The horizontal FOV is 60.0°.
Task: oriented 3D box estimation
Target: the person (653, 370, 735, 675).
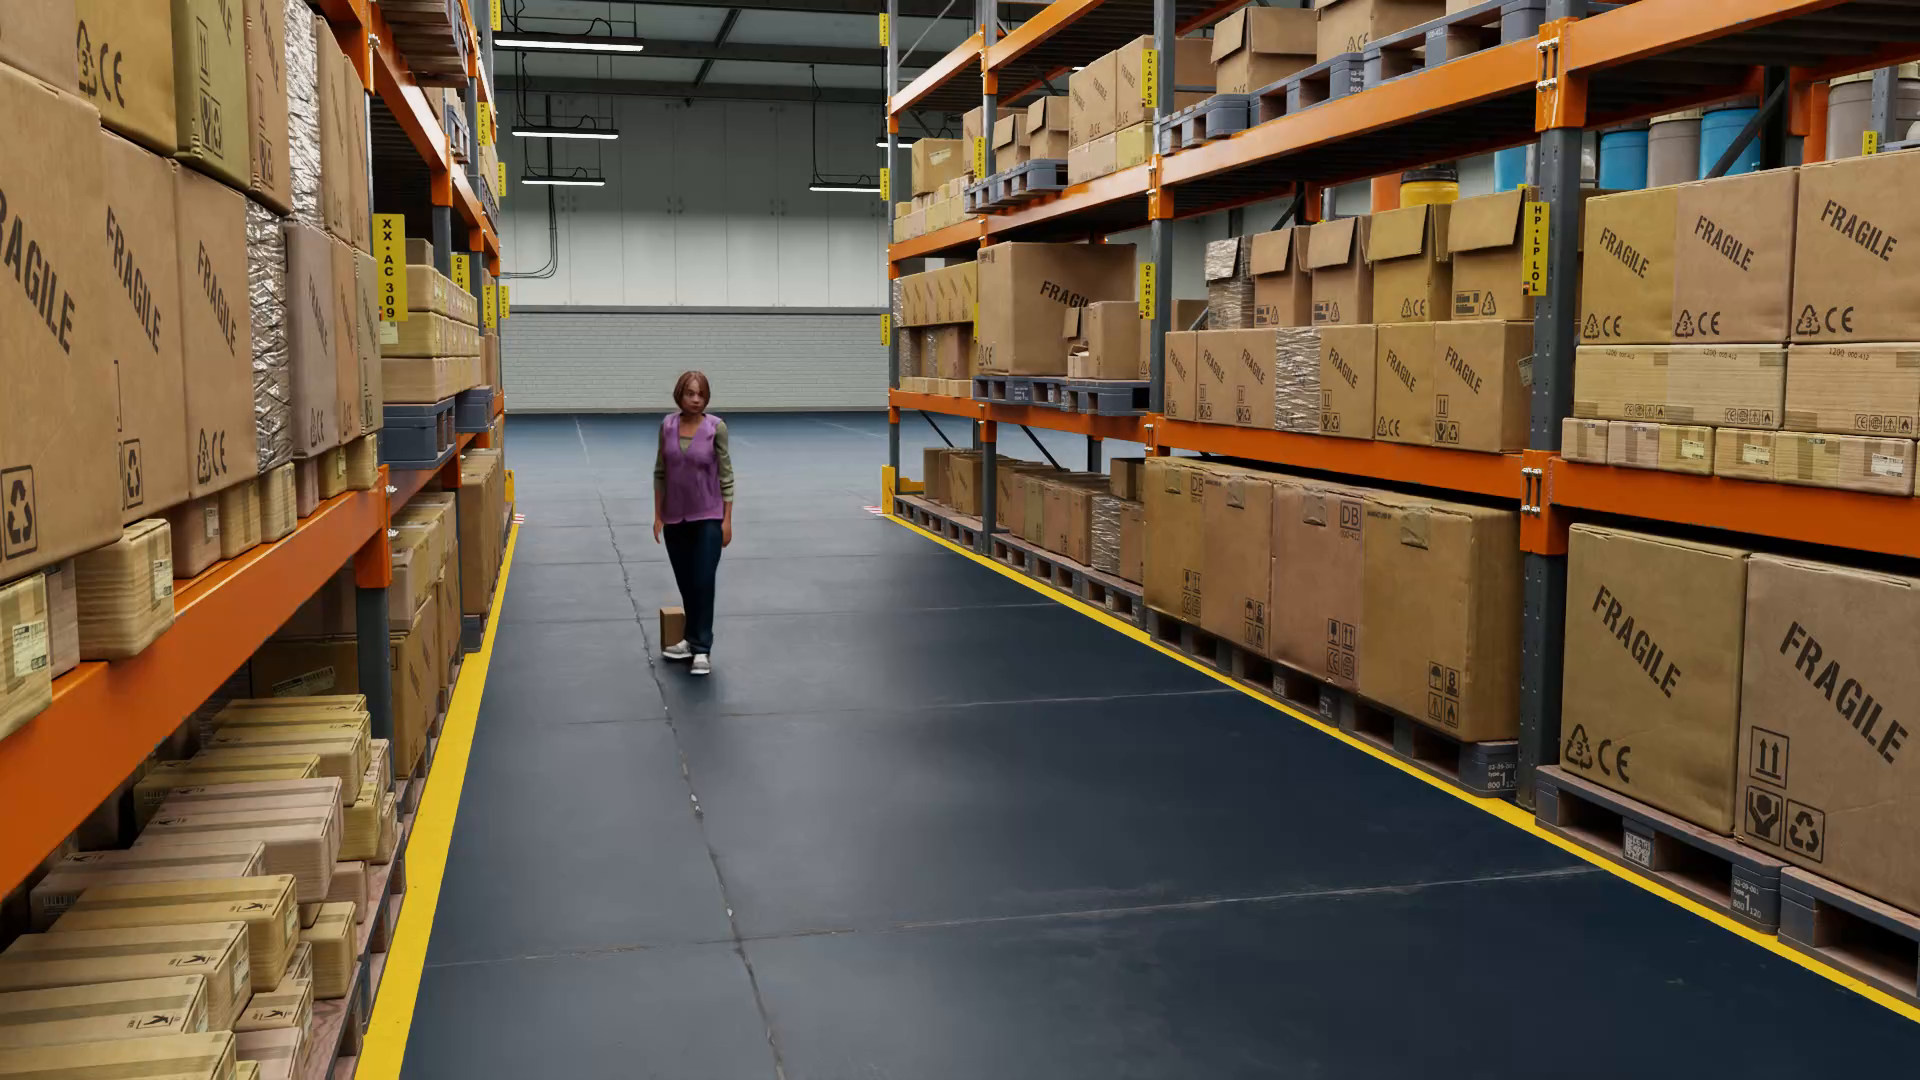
[{"bbox_3d":[-1.407,-0.104,8.830,0.451,1.588,0.514,1,6,11],"label":"person"}]
